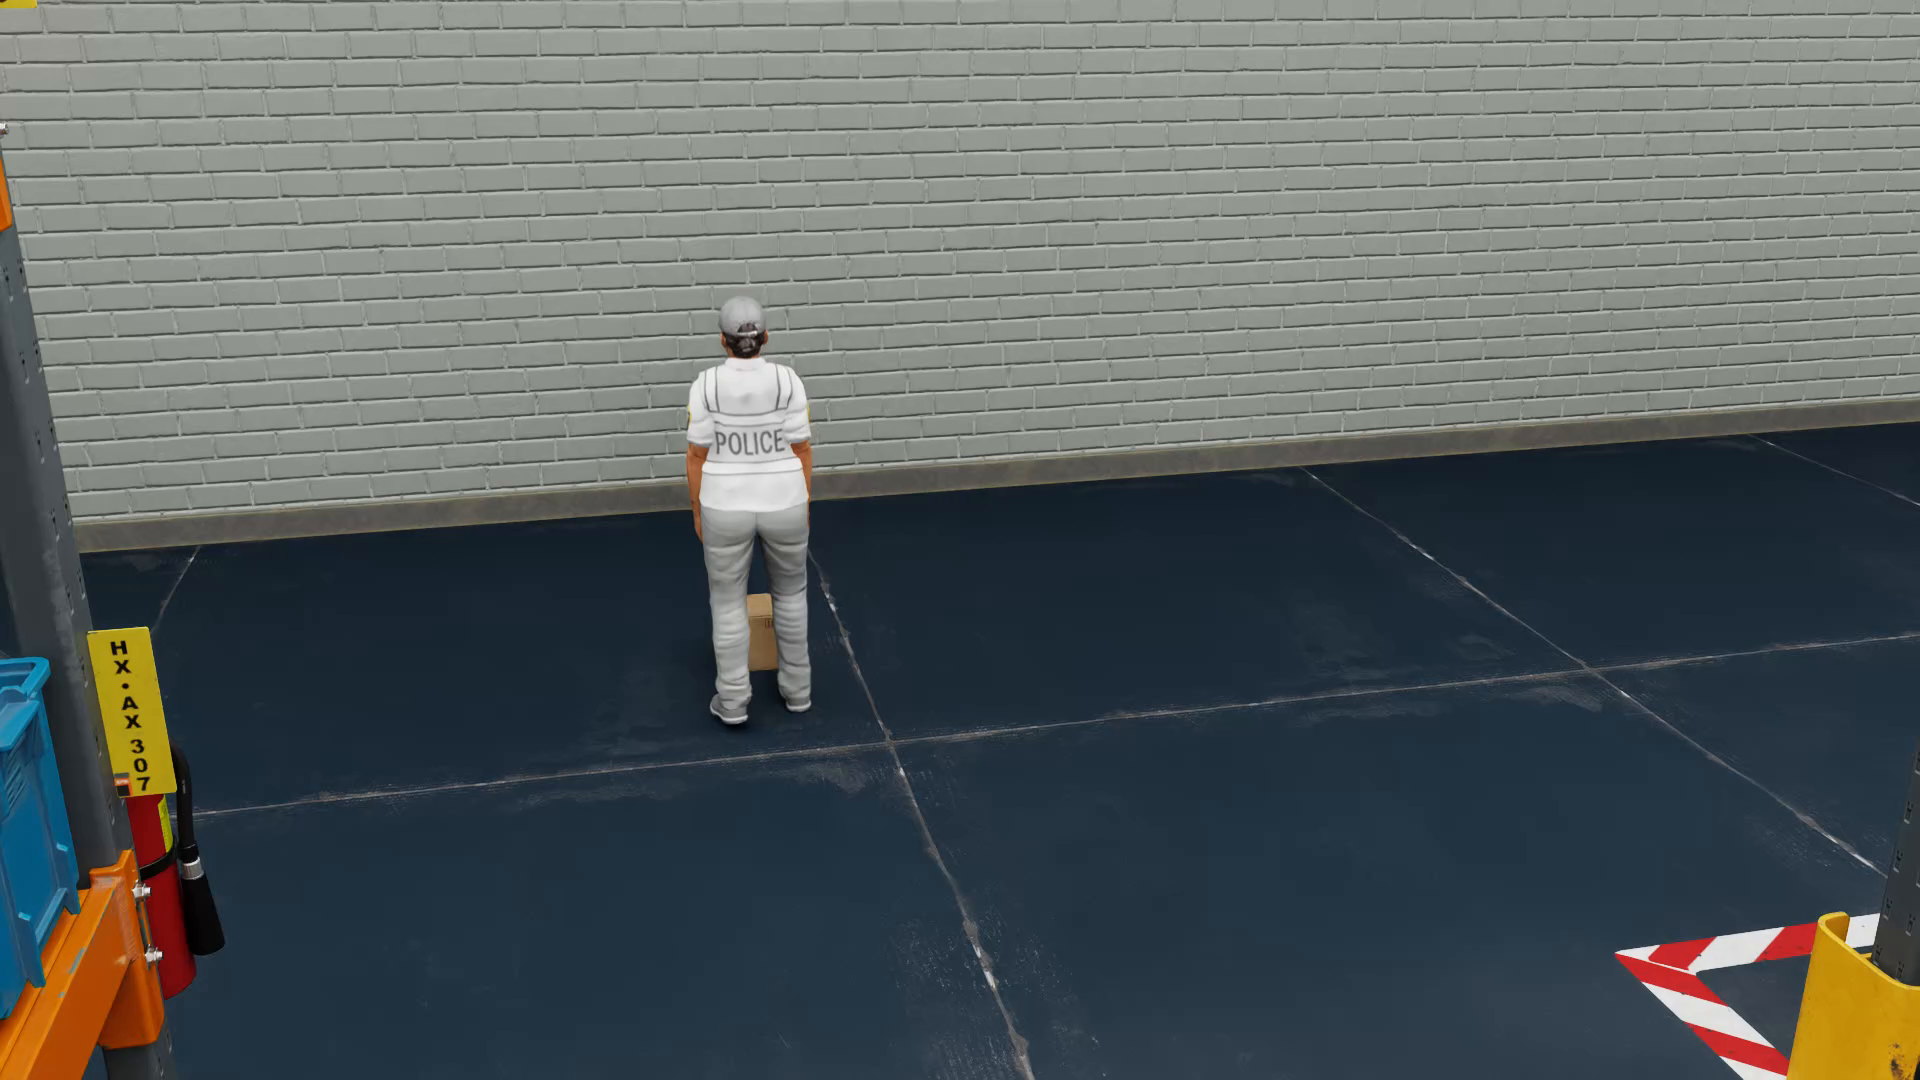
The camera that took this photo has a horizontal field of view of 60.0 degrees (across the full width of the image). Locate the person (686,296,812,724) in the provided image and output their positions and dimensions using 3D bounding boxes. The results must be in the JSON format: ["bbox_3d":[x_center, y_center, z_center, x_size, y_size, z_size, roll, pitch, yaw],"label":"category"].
[{"bbox_3d":[-0.803,-0.110,6.387,0.472,1.672,0.393,-4,20,-11],"label":"person"}]
